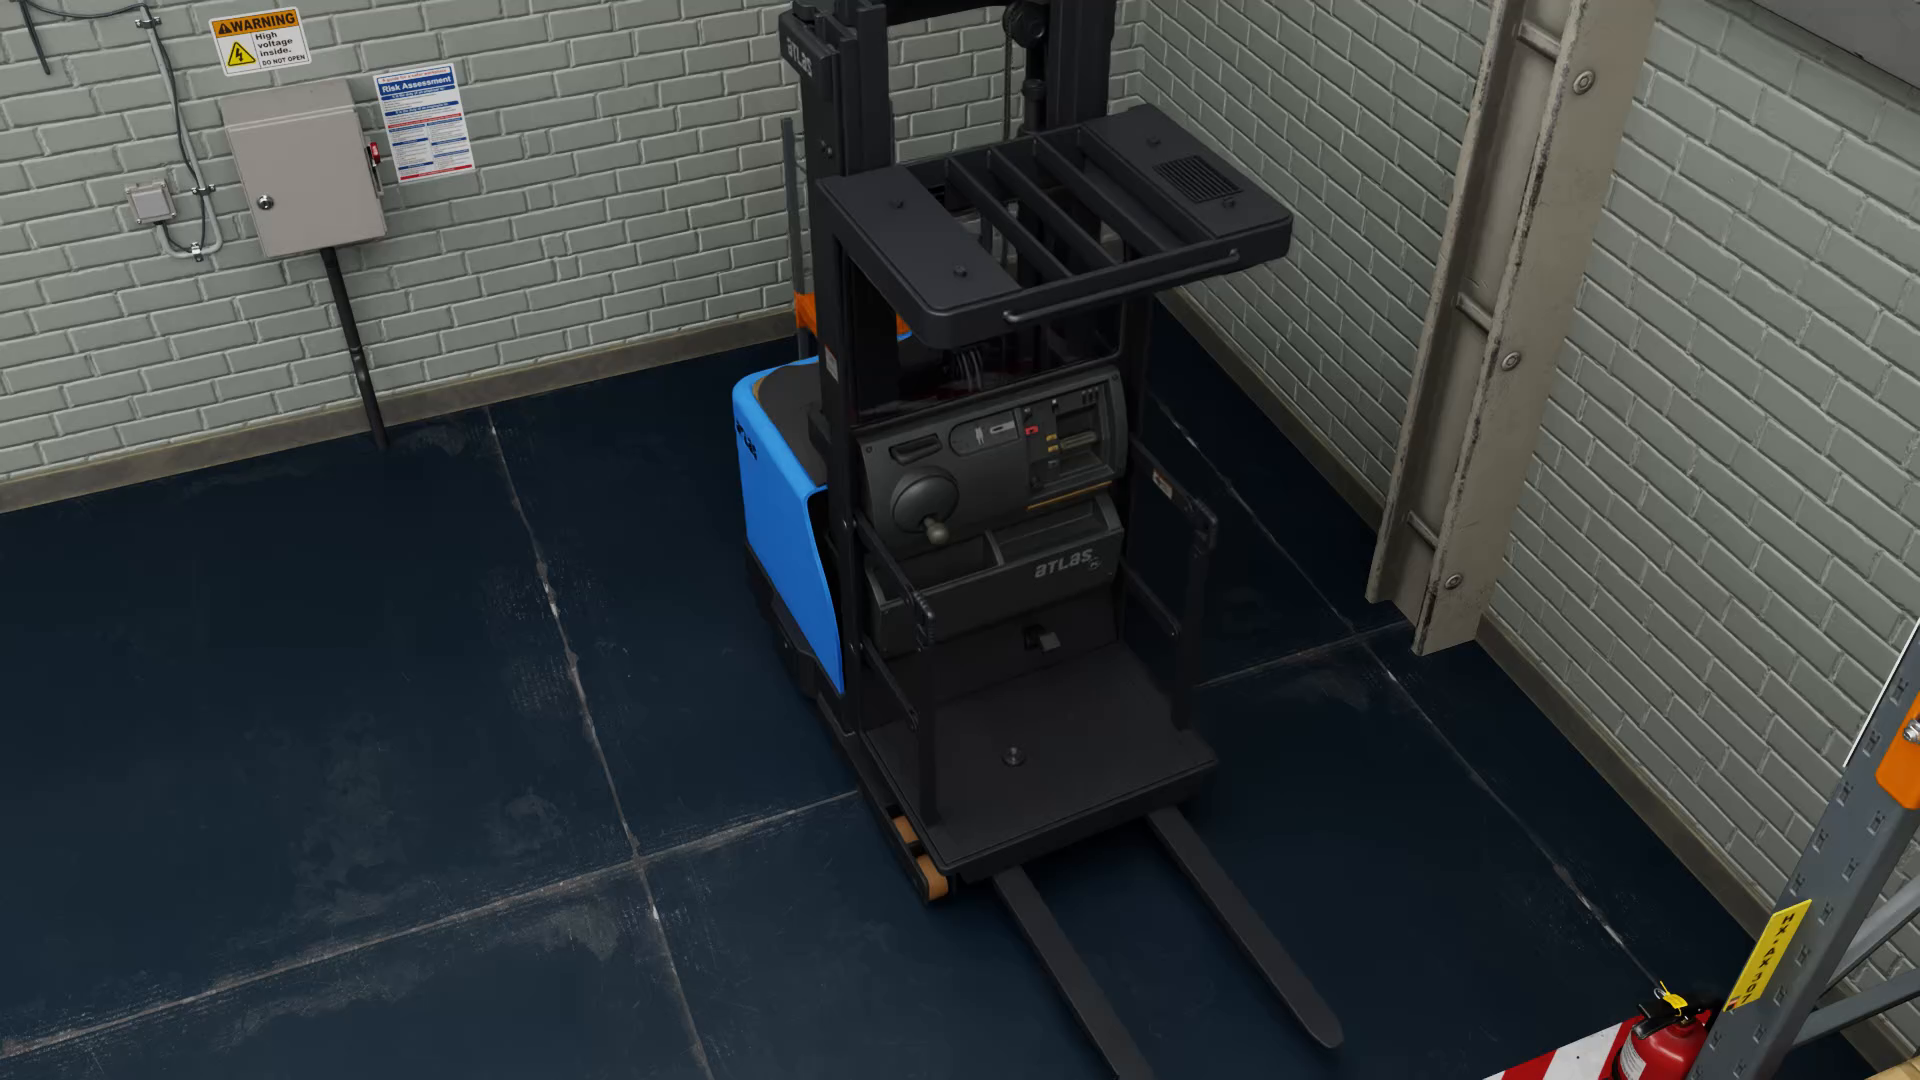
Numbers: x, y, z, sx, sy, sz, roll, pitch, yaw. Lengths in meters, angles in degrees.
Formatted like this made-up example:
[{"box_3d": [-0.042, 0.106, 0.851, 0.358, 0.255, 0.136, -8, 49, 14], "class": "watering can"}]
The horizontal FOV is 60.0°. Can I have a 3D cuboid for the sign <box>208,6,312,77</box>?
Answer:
[{"box_3d": [-2.785, -1.986, 6.625, 0.339, 0.242, 0.001, -15, 43, -17], "class": "sign"}]

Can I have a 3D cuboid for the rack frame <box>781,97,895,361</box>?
[{"box_3d": [-0.522, -1.266, 7.572, 0.500, 1.500, 0.032, -16, 43, -18], "class": "rack frame"}]

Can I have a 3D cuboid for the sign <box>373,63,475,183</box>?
[{"box_3d": [-2.278, -1.774, 7.085, 0.329, 0.494, 0.001, -15, 43, -17], "class": "sign"}]

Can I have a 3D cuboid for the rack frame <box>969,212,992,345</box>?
[{"box_3d": [-0.111, -0.660, 6.867, 0.500, 1.500, 0.032, -16, 43, -18], "class": "rack frame"}]

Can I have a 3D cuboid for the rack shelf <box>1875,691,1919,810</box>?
[{"box_3d": [2.877, 1.365, 1.613, 1.077, 0.370, 4.000, -15, 43, -17], "class": "rack shelf"}]

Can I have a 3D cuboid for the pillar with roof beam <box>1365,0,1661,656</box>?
[{"box_3d": [-2.064, -2.025, 2.703, 9.100, 9.000, 0.400, -15, 43, -17], "class": "pillar with roof beam"}]

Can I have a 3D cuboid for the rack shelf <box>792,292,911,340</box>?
[{"box_3d": [-0.316, -0.826, 7.337, 0.538, 0.185, 1.000, -16, 43, -18], "class": "rack shelf"}]

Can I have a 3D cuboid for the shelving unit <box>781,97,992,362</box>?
[{"box_3d": [-0.320, -0.968, 7.226, 0.587, 1.500, 1.083, -16, 43, -18], "class": "shelving unit"}]

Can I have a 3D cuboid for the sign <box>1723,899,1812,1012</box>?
[{"box_3d": [1.611, 0.832, 3.318, 0.100, 0.325, 0.005, -15, 43, -17], "class": "sign"}]

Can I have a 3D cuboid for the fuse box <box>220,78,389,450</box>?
[{"box_3d": [-2.655, -1.073, 7.186, 0.539, 1.711, 0.414, -15, 43, -17], "class": "fuse box"}]

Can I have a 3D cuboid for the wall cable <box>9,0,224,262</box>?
[{"box_3d": [-3.346, -1.872, 6.347, 0.588, 1.984, 0.122, -15, 43, -17], "class": "wall cable"}]

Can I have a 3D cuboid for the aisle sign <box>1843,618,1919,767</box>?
[{"box_3d": [1.815, 0.071, 2.873, 0.394, 0.787, 0.004, -15, 43, -17], "class": "aisle sign"}]

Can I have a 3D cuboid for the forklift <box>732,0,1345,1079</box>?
[{"box_3d": [0.219, -0.190, 5.223, 1.130, 2.935, 3.031, -18, 44, -20], "class": "forklift"}]

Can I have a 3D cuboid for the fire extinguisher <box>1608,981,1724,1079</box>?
[{"box_3d": [1.629, 1.222, 3.873, 0.296, 0.674, 0.183, -15, 43, -17], "class": "fire extinguisher"}]
